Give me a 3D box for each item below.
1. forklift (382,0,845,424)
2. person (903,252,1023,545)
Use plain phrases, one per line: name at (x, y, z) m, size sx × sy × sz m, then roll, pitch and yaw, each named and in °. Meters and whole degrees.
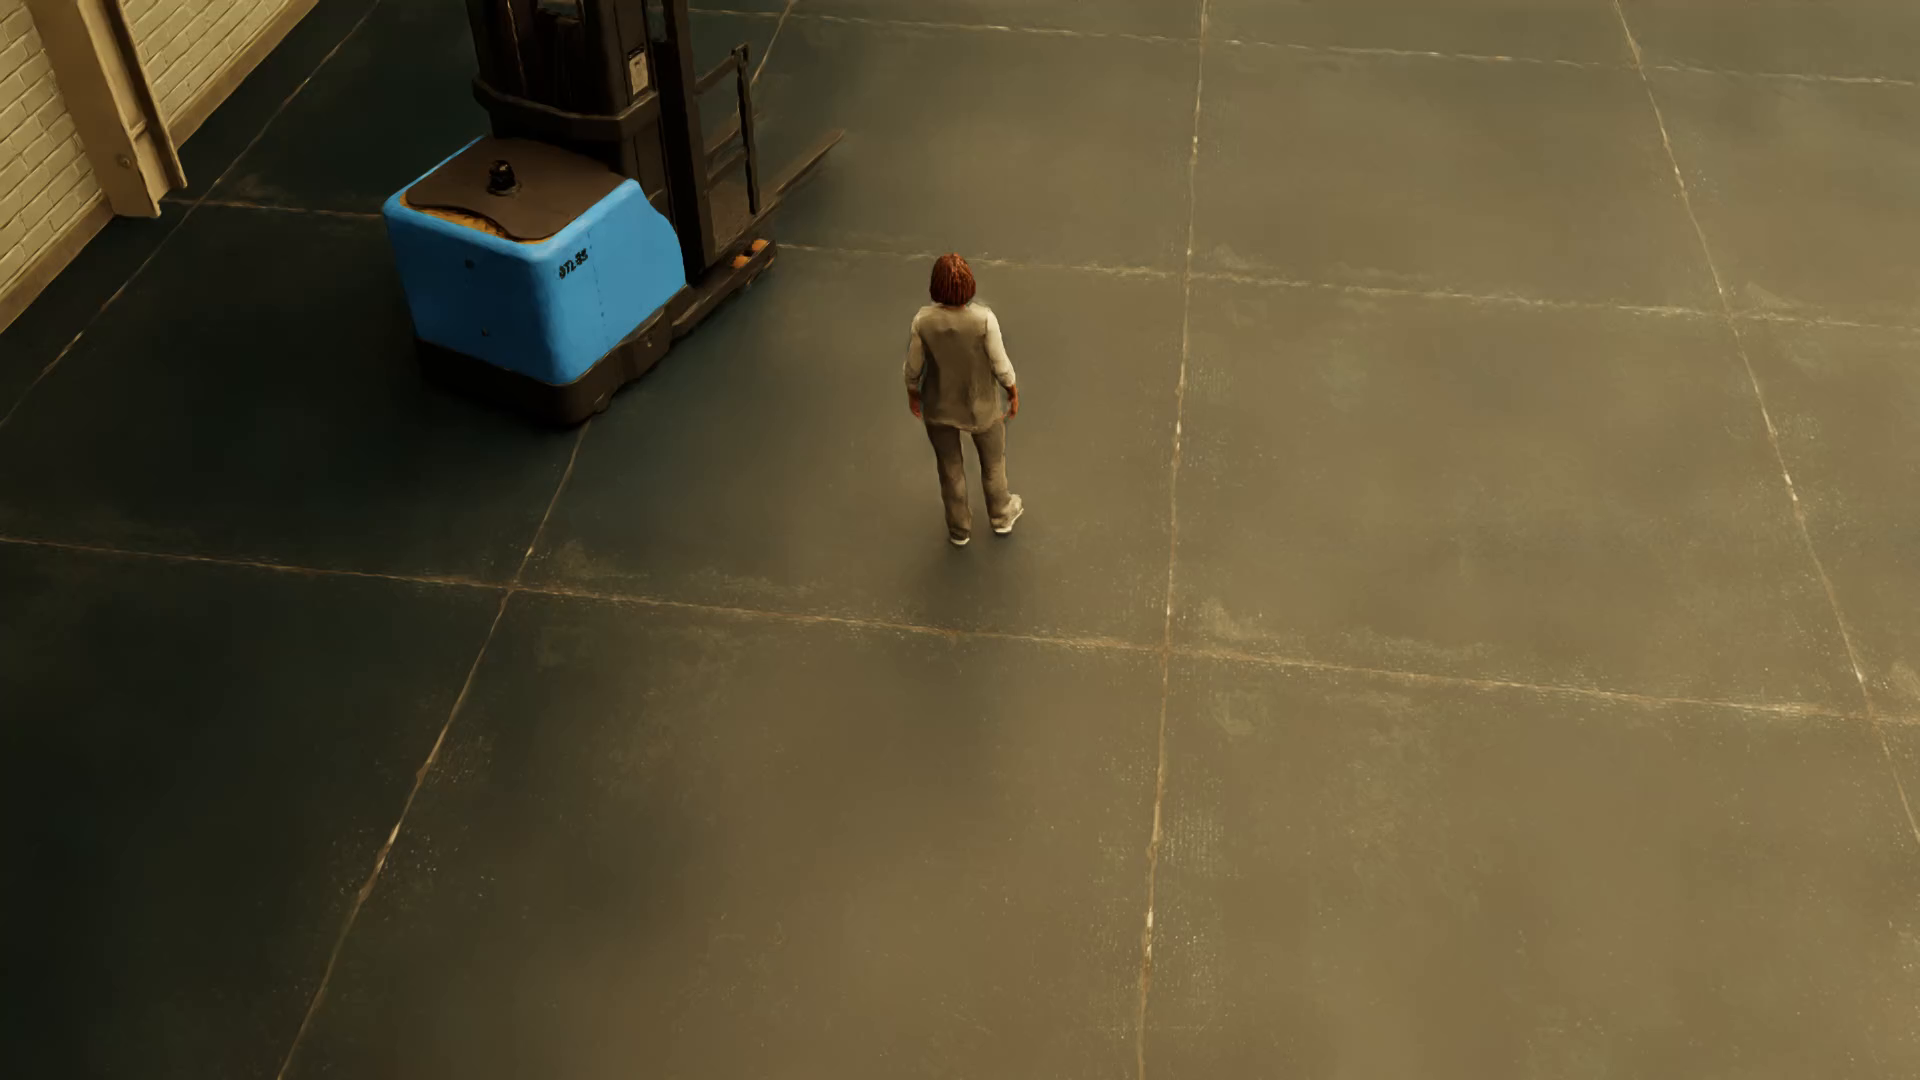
forklift at (-1.713, -2.661, 8.621) m, size 1.130 × 2.935 × 3.031 m, roll 19°, pitch 46°, yaw 20°
person at (0.024, -0.642, 7.399) m, size 0.521 × 1.597 × 0.474 m, roll 5°, pitch 43°, yaw 6°
